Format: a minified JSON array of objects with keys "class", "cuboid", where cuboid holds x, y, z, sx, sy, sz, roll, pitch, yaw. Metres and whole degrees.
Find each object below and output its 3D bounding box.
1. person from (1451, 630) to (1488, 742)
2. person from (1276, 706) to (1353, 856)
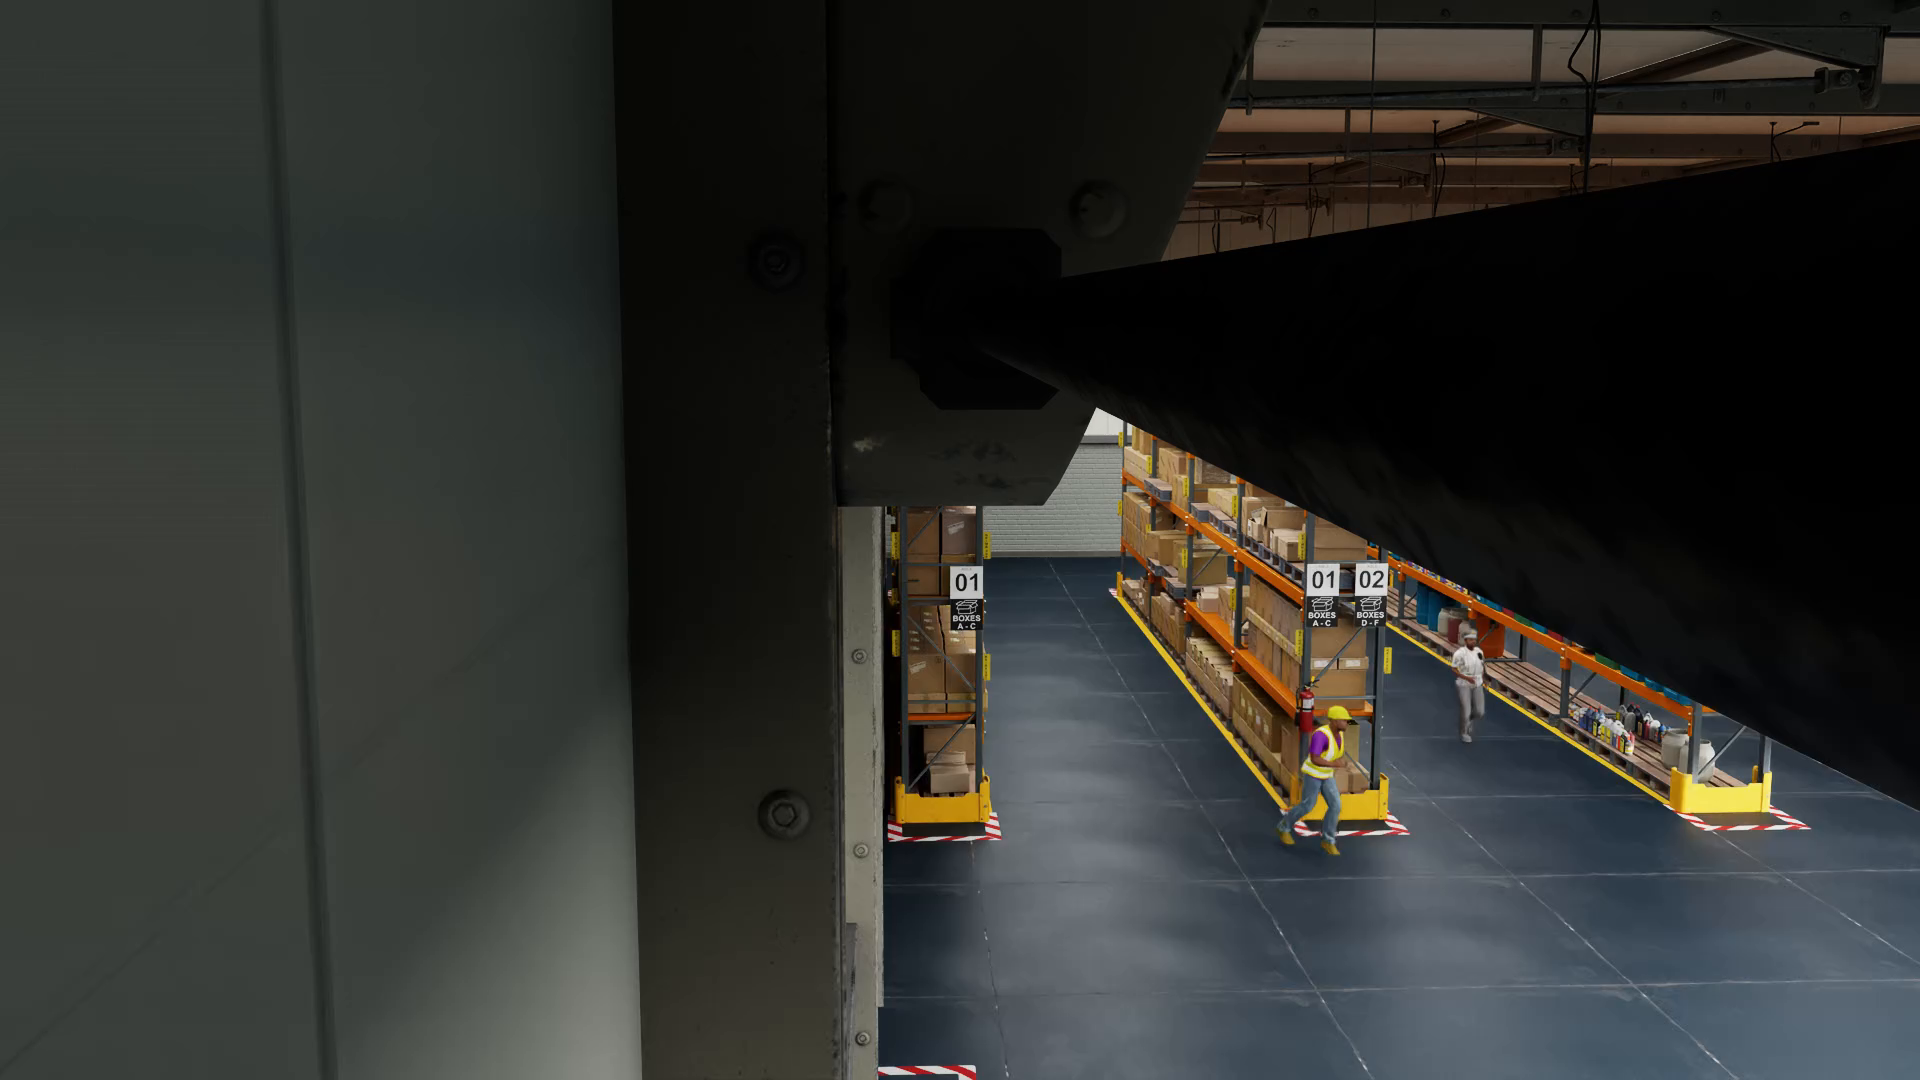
[{"class":"person","cuboid":[7.450,2.123,24.225,0.570,1.661,0.529,-1,8,-9]},{"class":"person","cuboid":[4.180,2.789,19.453,0.870,1.795,0.768,7,10,39]}]
